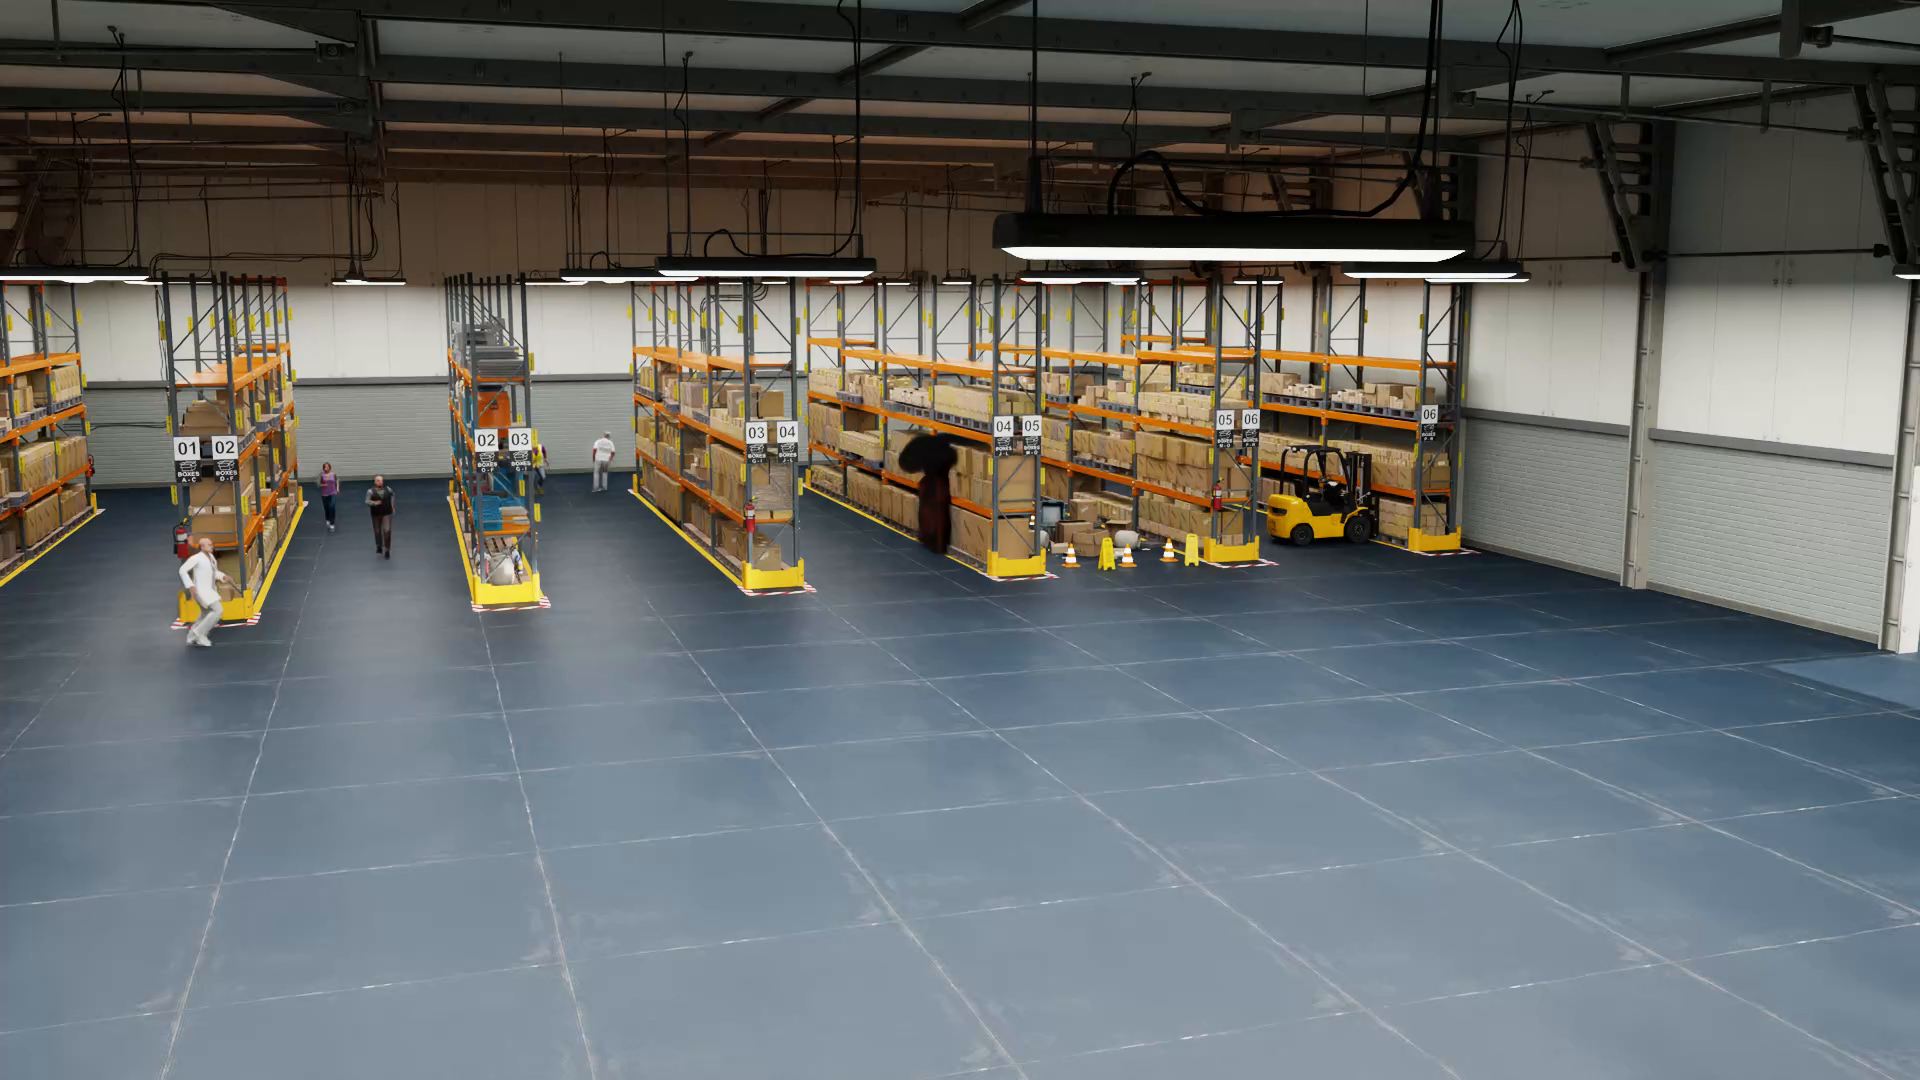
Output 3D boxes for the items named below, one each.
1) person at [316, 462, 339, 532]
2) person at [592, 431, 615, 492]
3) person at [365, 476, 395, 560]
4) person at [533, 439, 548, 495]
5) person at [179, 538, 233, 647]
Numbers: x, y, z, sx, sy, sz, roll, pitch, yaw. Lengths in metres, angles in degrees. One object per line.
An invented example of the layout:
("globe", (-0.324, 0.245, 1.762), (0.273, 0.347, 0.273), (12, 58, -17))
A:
("person", (-15.044, -1.049, 39.610), (0.502, 1.620, 0.825), (-3, 9, -18))
("person", (-10.147, -2.231, 47.229), (0.685, 1.730, 0.498), (-4, 9, -23))
("person", (-12.405, -0.497, 35.613), (0.605, 1.776, 0.869), (-3, 9, -20))
("person", (-11.750, -2.052, 46.095), (0.734, 1.654, 0.902), (-5, 10, -28))
("person", (-12.083, 0.841, 26.685), (0.817, 1.756, 0.686), (0, 9, 2))
